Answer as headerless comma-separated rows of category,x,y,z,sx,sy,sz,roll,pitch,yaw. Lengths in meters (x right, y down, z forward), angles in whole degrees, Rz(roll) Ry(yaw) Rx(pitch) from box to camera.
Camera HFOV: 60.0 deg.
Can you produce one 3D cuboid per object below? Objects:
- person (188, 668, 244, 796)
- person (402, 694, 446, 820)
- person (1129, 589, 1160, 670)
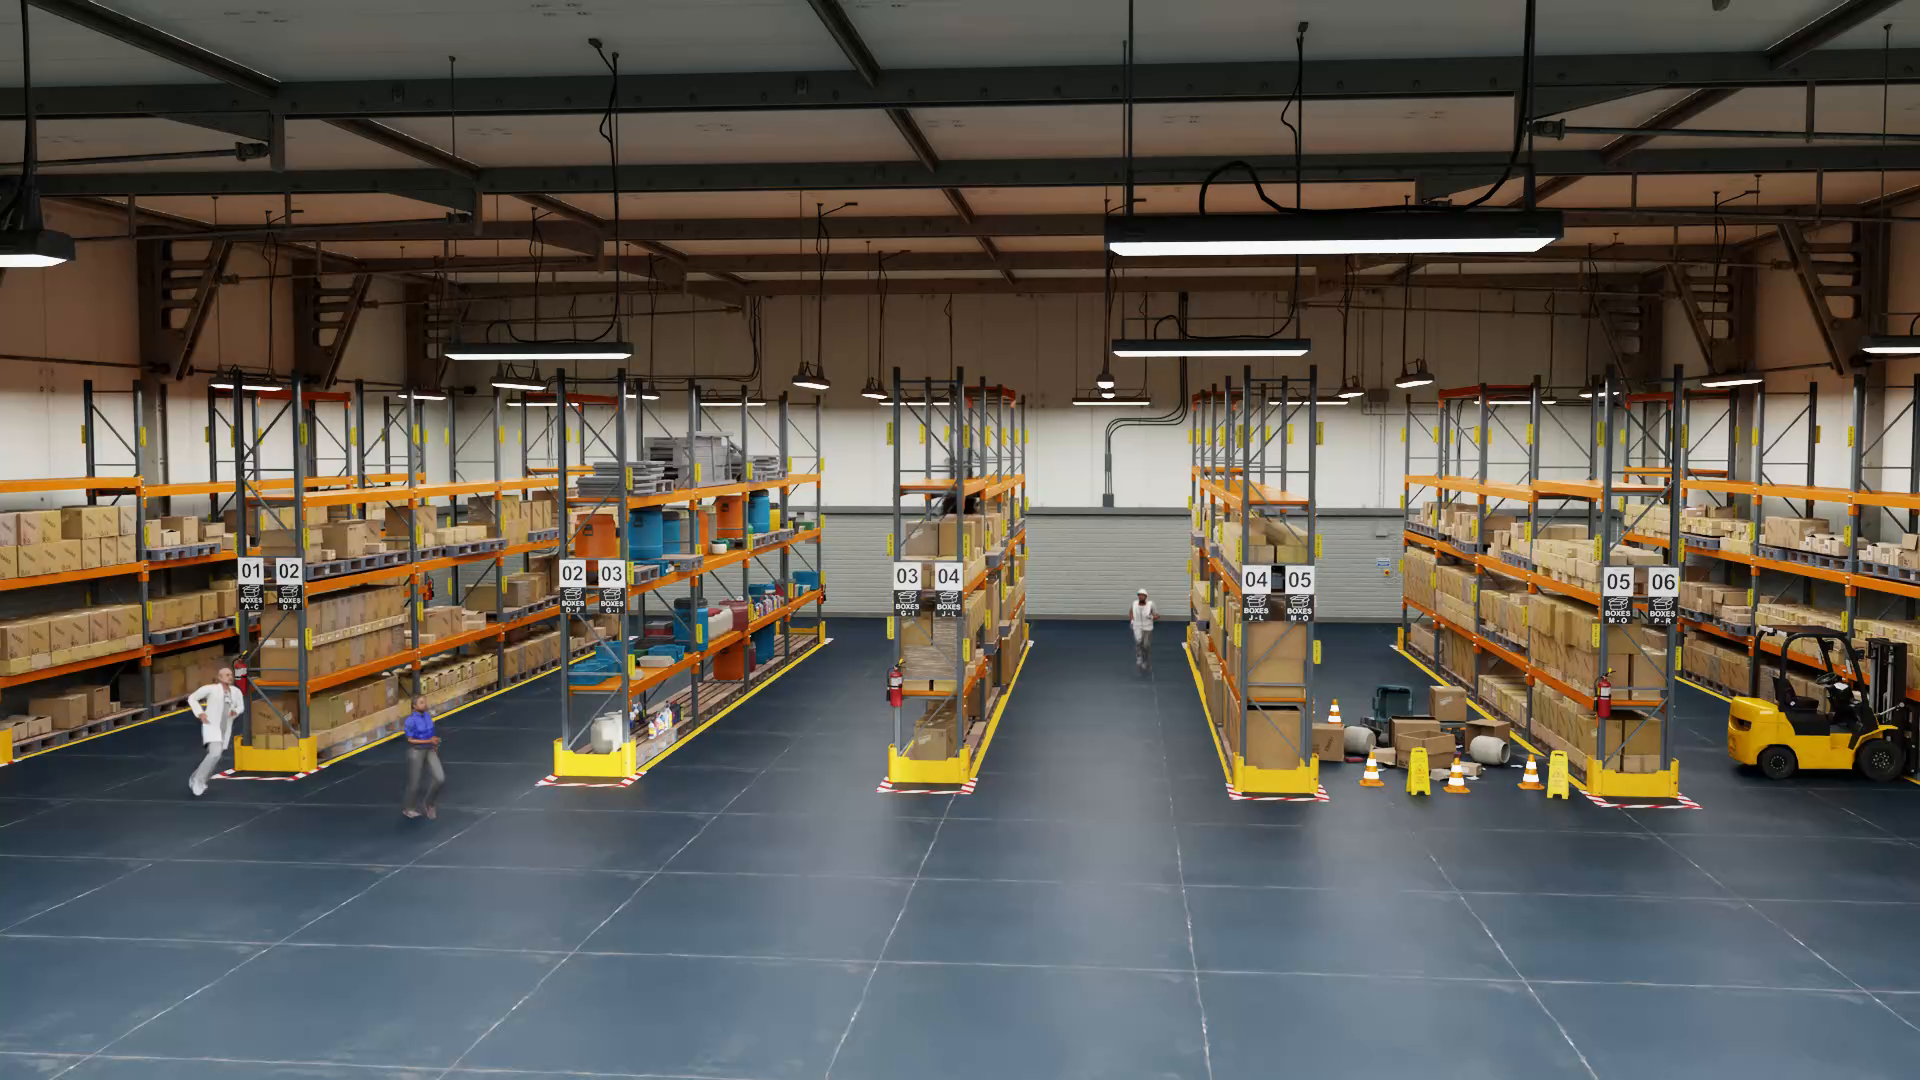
person,-10.488,2.688,23.461,0.696,1.757,0.752,2,4,32
person,-6.981,2.835,21.645,0.688,1.664,0.544,2,4,33
person,3.883,1.890,35.047,0.655,1.742,0.907,1,4,9
